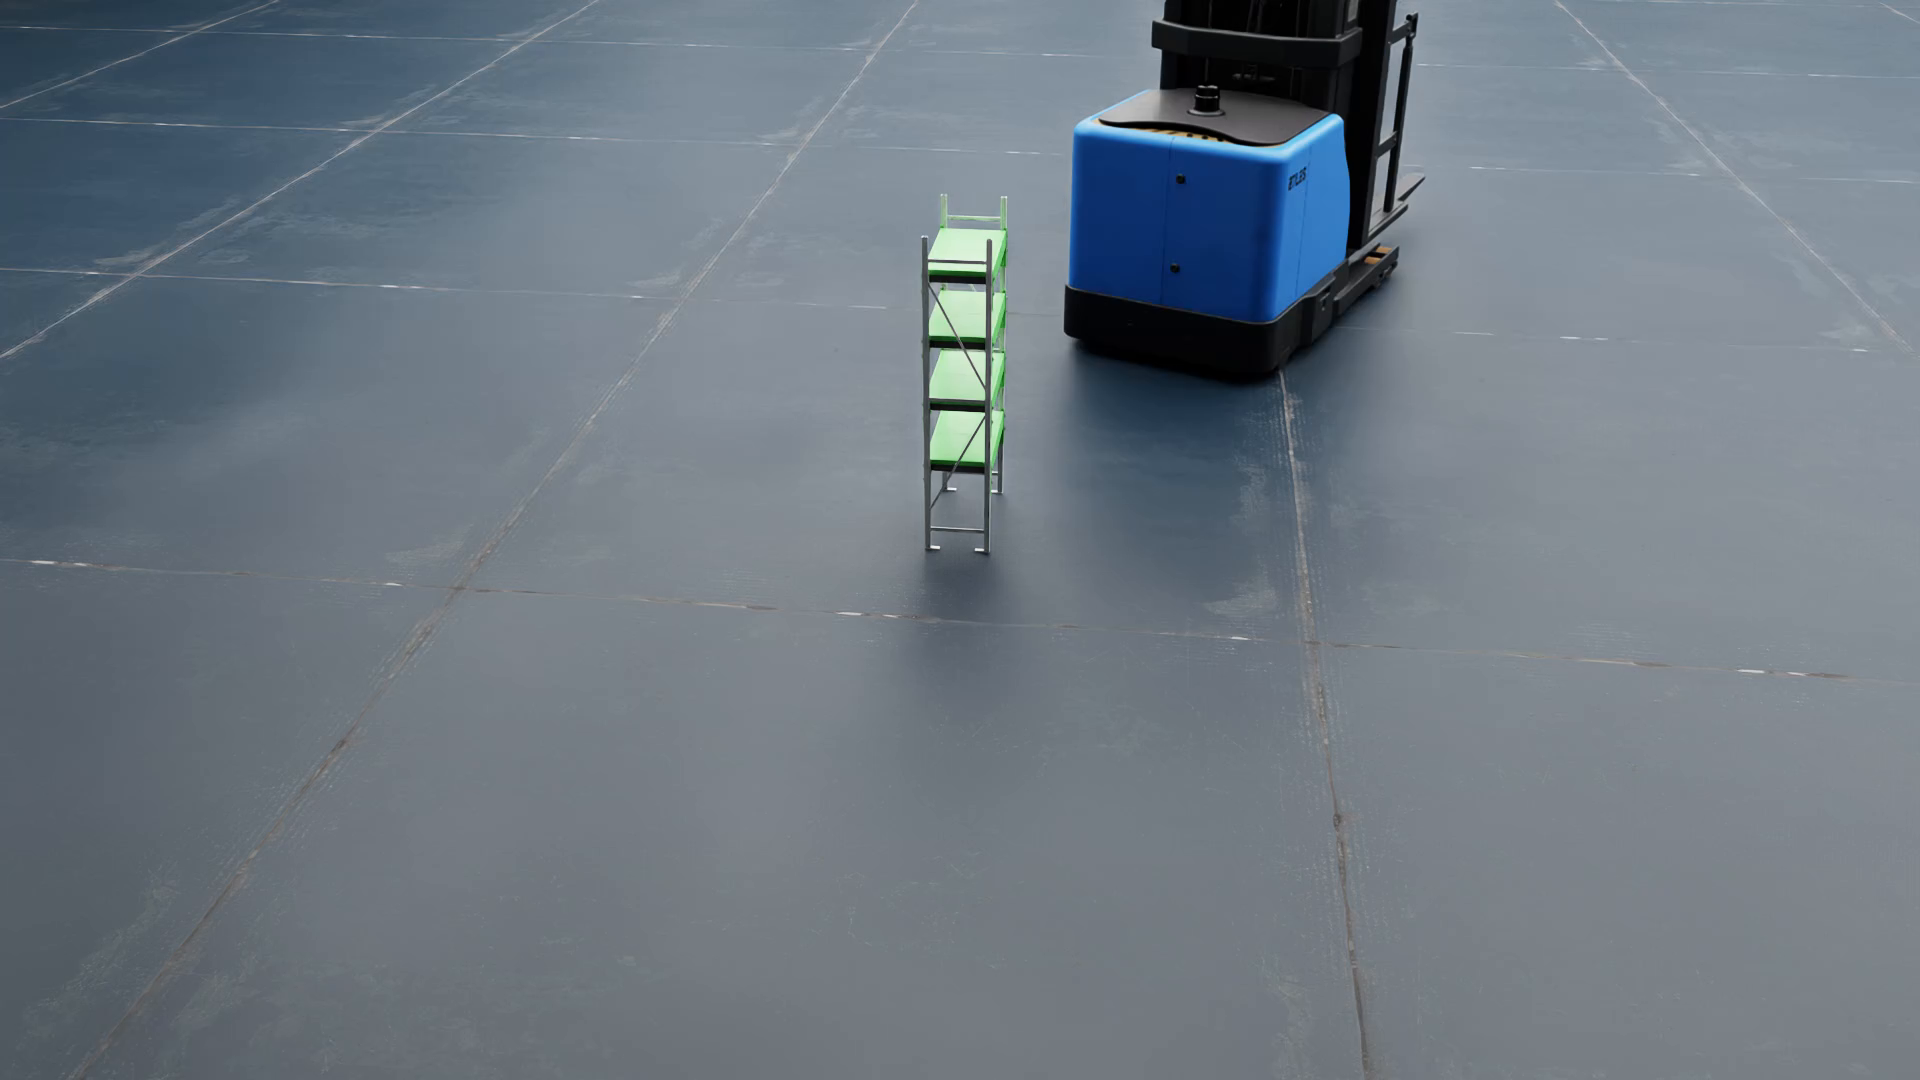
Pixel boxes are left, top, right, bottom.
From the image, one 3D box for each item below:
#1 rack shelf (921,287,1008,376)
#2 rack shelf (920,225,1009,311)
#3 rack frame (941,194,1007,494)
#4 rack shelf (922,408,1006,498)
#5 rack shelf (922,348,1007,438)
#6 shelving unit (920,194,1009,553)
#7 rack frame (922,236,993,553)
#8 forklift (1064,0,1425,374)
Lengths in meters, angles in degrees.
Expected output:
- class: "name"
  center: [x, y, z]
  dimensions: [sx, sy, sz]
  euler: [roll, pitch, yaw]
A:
- class: "rack shelf"
  center: [0.020, -0.761, 6.027]
  dimensions: [0.258, 0.148, 0.480]
  euler: [3, 28, 6]
- class: "rack shelf"
  center: [0.020, -0.972, 5.913]
  dimensions: [0.258, 0.148, 0.480]
  euler: [3, 28, 6]
- class: "rack frame"
  center: [0.050, -0.721, 6.323]
  dimensions: [0.240, 1.200, 0.015]
  euler: [3, 28, 6]
- class: "rack shelf"
  center: [0.020, -0.339, 6.254]
  dimensions: [0.258, 0.148, 0.480]
  euler: [3, 28, 6]
- class: "rack shelf"
  center: [0.020, -0.550, 6.140]
  dimensions: [0.258, 0.148, 0.480]
  euler: [3, 28, 6]
- class: "shelving unit"
  center: [0.020, -0.606, 6.110]
  dimensions: [0.258, 1.200, 0.503]
  euler: [3, 28, 6]
- class: "rack frame"
  center: [-0.010, -0.491, 5.897]
  dimensions: [0.240, 1.200, 0.015]
  euler: [3, 28, 6]
- class: "forklift"
  center: [1.674, -2.701, 8.174]
  dimensions: [1.130, 2.935, 3.031]
  euler: [15, 32, 26]
